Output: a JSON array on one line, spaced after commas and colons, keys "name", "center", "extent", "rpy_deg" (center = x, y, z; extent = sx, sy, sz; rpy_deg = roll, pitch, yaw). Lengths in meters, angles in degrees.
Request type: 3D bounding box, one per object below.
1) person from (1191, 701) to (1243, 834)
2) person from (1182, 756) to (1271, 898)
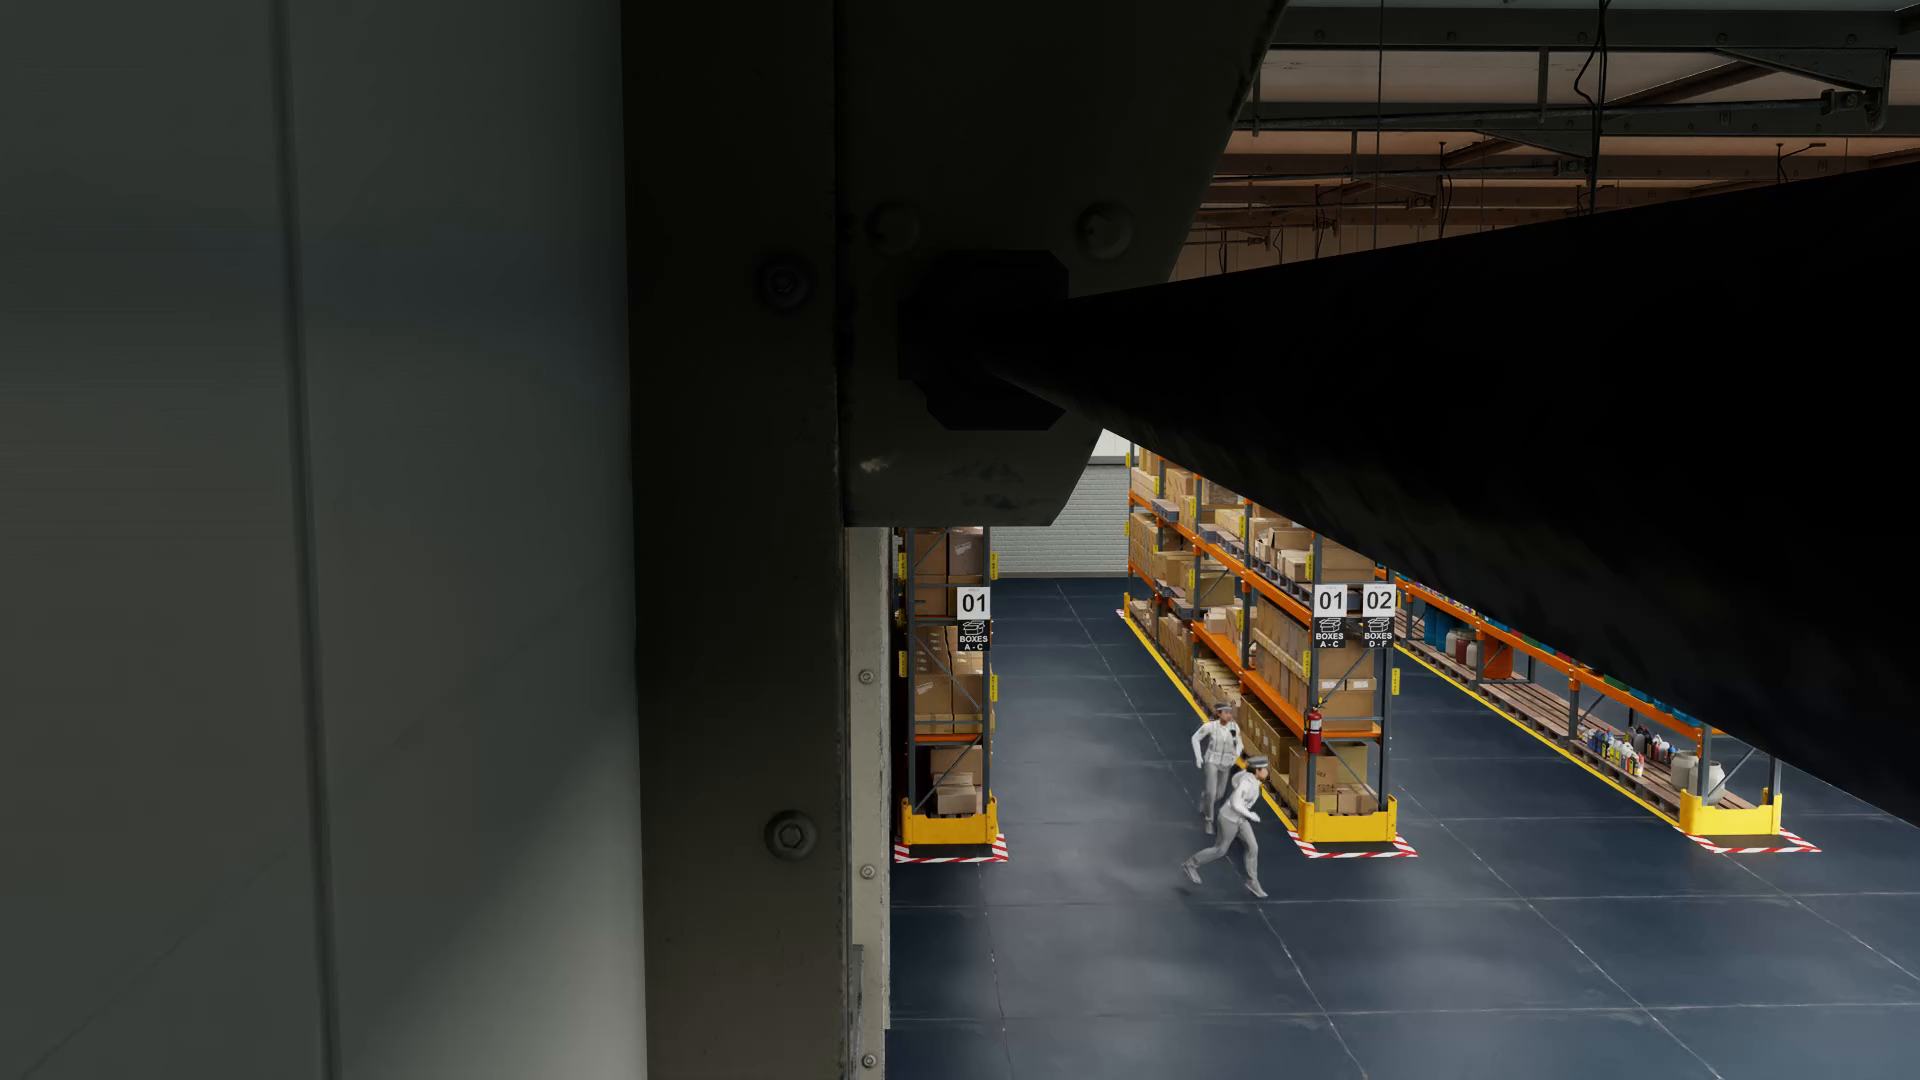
[{"name": "person", "center": [3.265, 2.846, 21.126], "extent": [0.665, 1.679, 0.715], "rpy_deg": [-1, 7, -9]}, {"name": "person", "center": [2.988, 3.184, 18.654], "extent": [0.980, 1.628, 0.655], "rpy_deg": [2, 8, 16]}]
